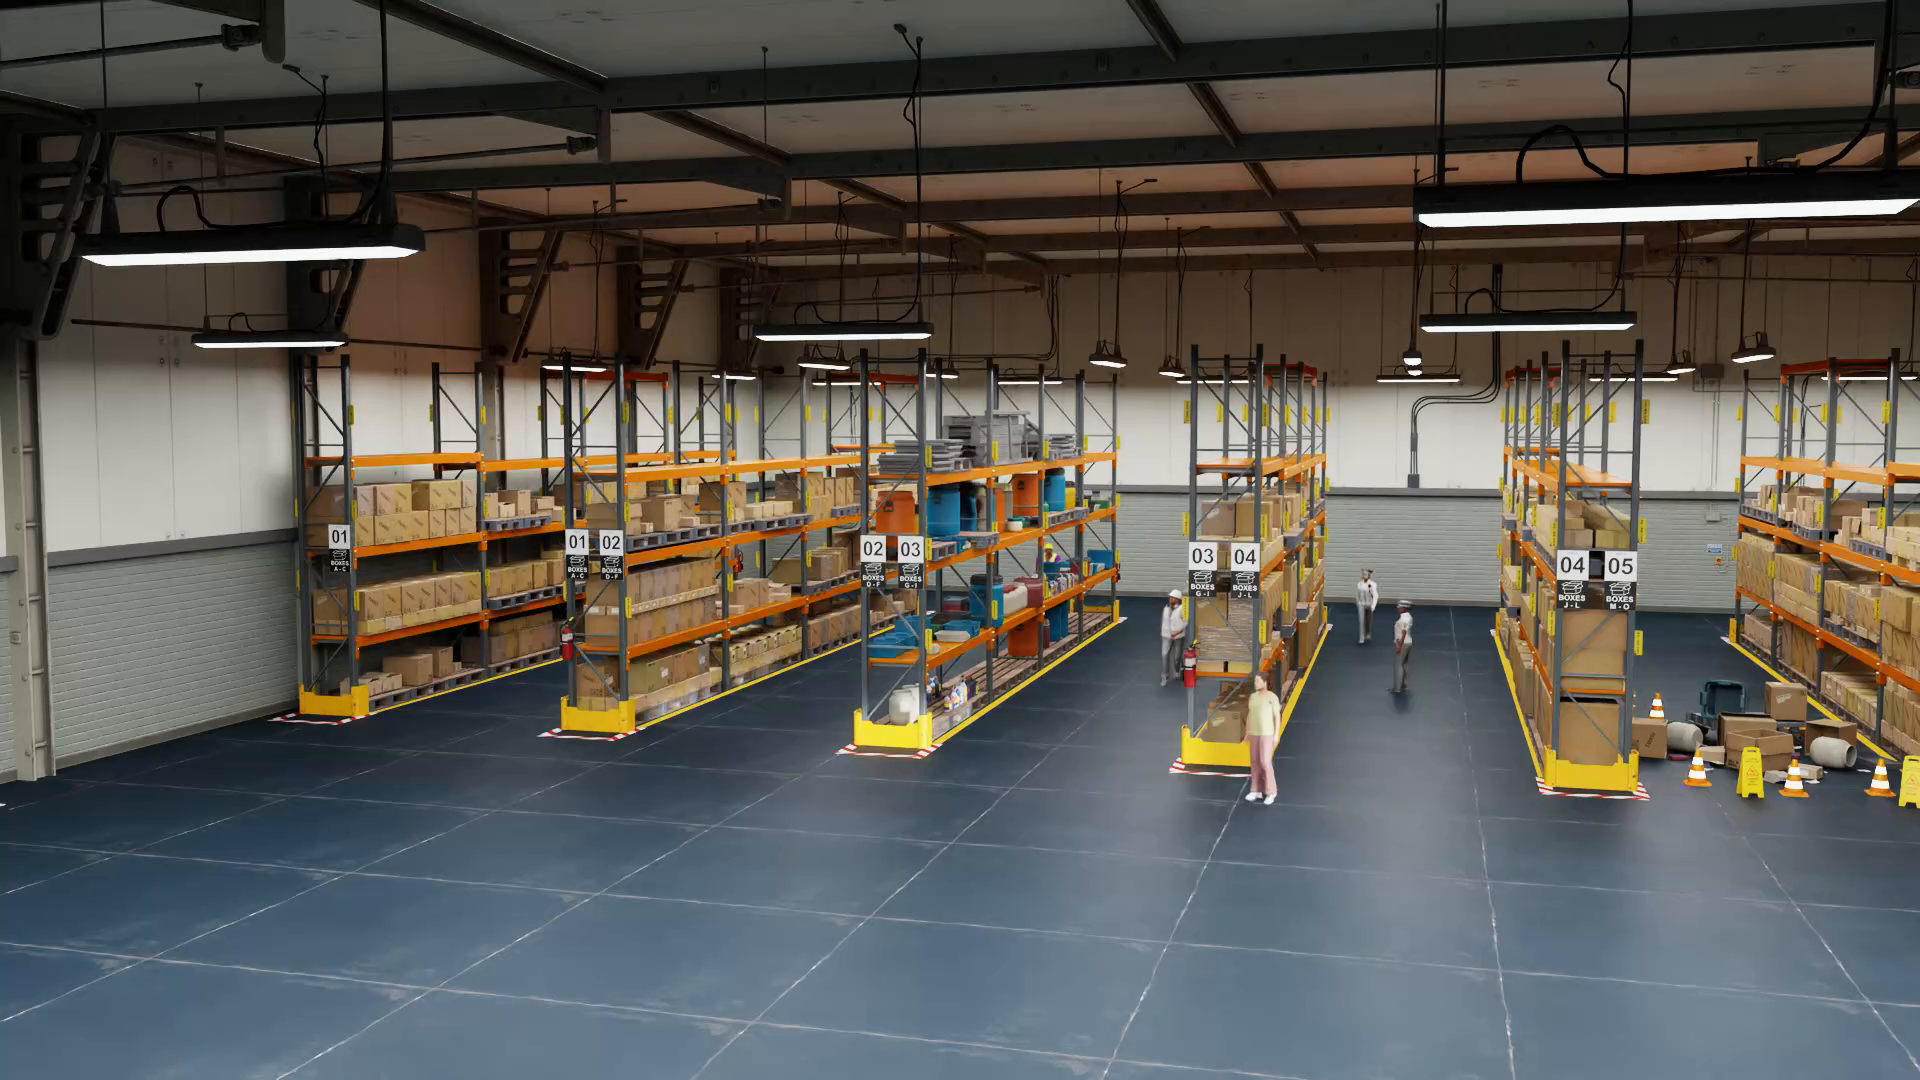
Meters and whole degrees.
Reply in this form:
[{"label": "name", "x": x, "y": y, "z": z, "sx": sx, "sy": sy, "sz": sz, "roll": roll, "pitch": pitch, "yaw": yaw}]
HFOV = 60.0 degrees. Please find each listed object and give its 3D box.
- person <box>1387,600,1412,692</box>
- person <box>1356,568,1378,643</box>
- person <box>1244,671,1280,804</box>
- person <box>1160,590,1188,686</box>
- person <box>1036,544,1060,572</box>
[{"label": "person", "x": 7.963, "y": 1.922, "z": 30.088, "sx": 0.413, "sy": 1.670, "sz": 0.529, "roll": 2, "pitch": 5, "yaw": 24}, {"label": "person", "x": 8.940, "y": 1.434, "z": 36.535, "sx": 0.475, "sy": 1.635, "sz": 0.996, "roll": 1, "pitch": 4, "yaw": 12}, {"label": "person", "x": 3.905, "y": 2.553, "z": 21.600, "sx": 0.383, "sy": 1.700, "sz": 0.479, "roll": -4, "pitch": 6, "yaw": -40}, {"label": "person", "x": 4.003, "y": 1.821, "z": 31.137, "sx": 0.533, "sy": 1.775, "sz": 0.940, "roll": 1, "pitch": 4, "yaw": 16}, {"label": "person", "x": 2.238, "y": 0.979, "z": 42.484, "sx": 0.676, "sy": 1.788, "sz": 0.893, "roll": 1, "pitch": 4, "yaw": 11}]
